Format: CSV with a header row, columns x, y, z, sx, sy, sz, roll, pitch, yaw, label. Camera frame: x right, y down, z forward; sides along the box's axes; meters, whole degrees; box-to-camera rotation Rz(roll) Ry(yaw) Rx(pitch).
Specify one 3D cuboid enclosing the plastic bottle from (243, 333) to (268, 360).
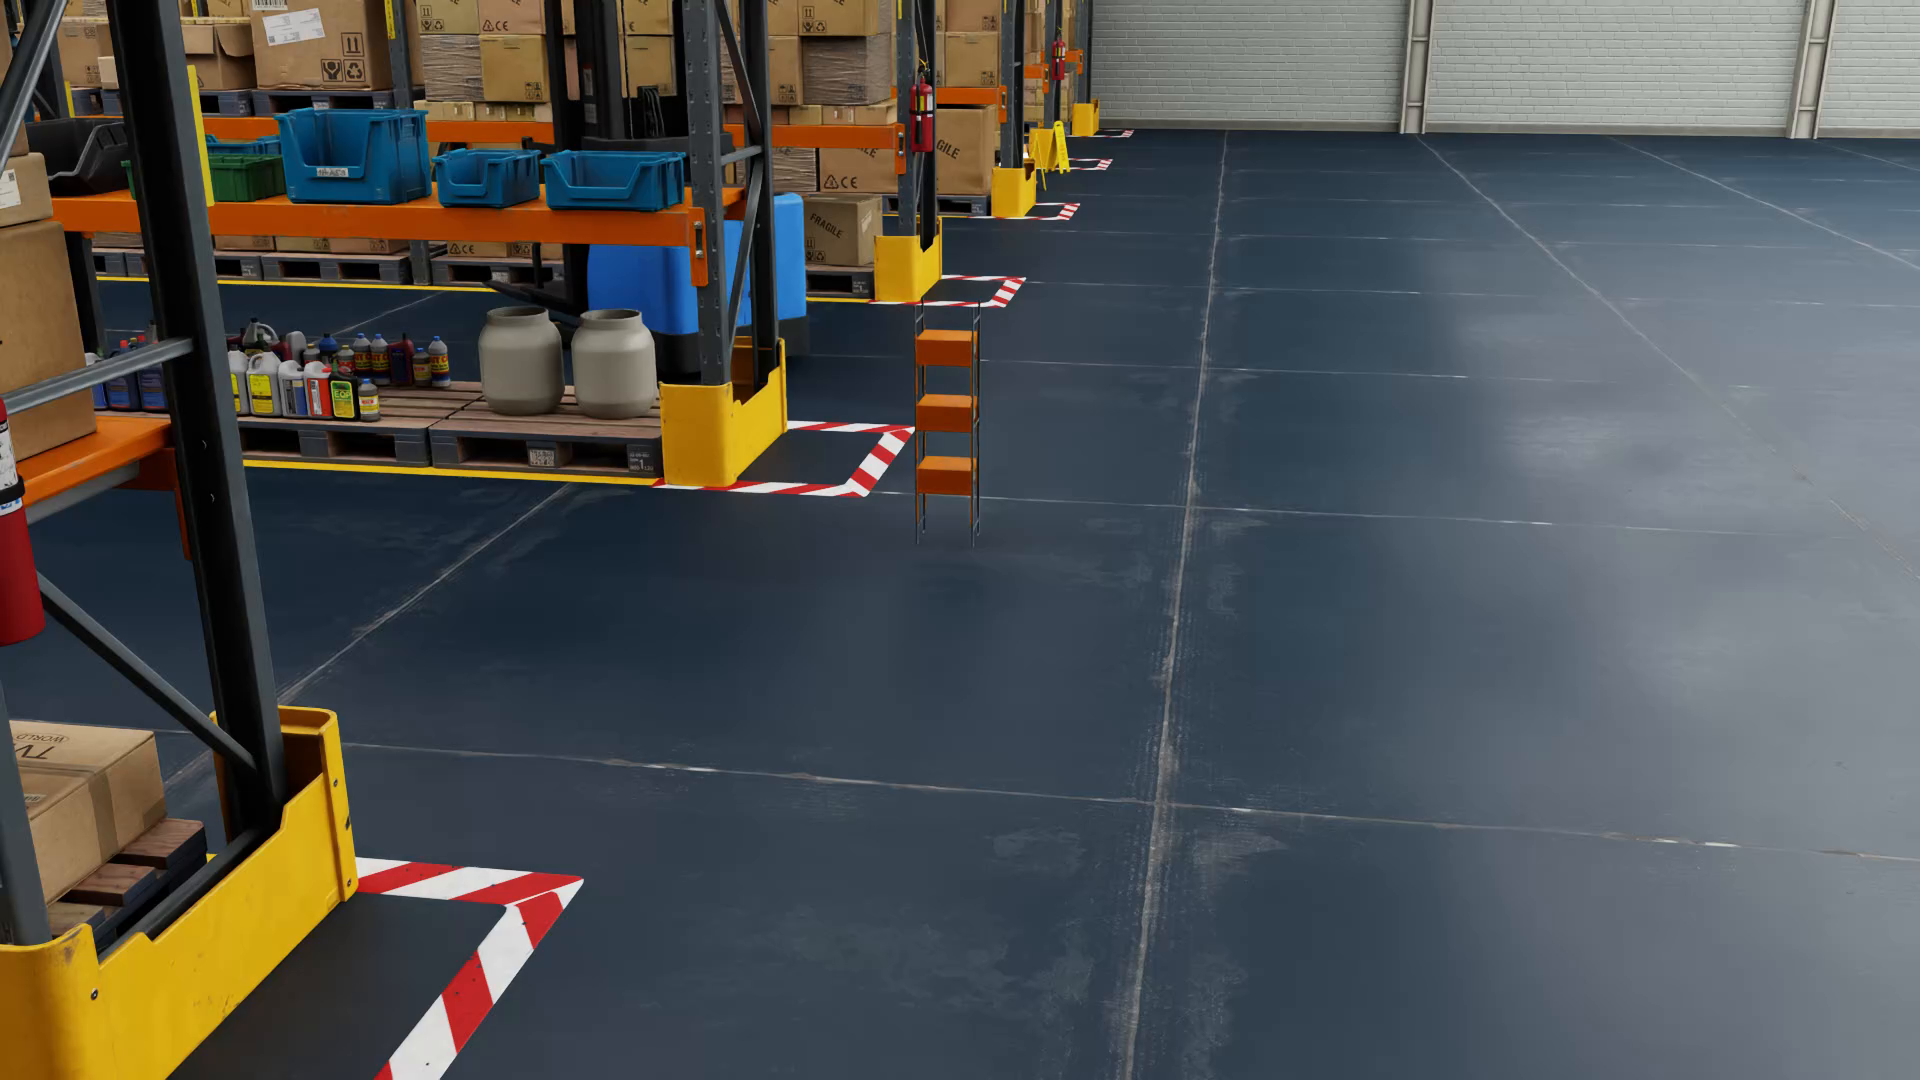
x,y,z,sx,sy,sz,roll,pitch,yaw,label
-3.865,-0.997,9.143,0.133,0.283,0.061,3,19,9,plastic bottle

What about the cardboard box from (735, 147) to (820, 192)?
x,y,z,sx,sy,sz,roll,pitch,yaw,label
-1.891,-4.272,18.031,0.875,0.875,0.875,3,19,9,cardboard box

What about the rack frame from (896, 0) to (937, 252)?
x,y,z,sx,sy,sz,roll,pitch,yaw,label
-0.329,-3.428,12.822,0.127,3.000,1.000,3,19,9,rack frame

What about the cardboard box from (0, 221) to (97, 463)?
x,y,z,sx,sy,sz,roll,pitch,yaw,label
-2.363,-0.400,3.614,0.500,0.500,0.700,3,19,9,cardboard box

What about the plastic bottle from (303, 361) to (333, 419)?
x,y,z,sx,sy,sz,roll,pitch,yaw,label
-3.242,-0.770,8.477,0.135,0.276,0.152,3,19,9,plastic bottle

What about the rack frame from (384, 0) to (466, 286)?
x,y,z,sx,sy,sz,roll,pitch,yaw,label
-4.278,-3.630,13.424,0.127,3.000,1.000,3,19,9,rack frame

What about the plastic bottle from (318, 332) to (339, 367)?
x,y,z,sx,sy,sz,roll,pitch,yaw,label
-3.492,-1.013,9.210,0.097,0.271,0.097,0,18,0,plastic bottle

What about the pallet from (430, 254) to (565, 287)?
x,y,z,sx,sy,sz,roll,pitch,yaw,label
-3.609,-2.285,13.799,1.213,0.211,1.003,3,19,9,pallet

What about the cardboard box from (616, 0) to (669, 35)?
x,y,z,sx,sy,sz,roll,pitch,yaw,label
-2.391,-4.118,12.682,0.500,0.500,0.500,3,19,9,cardboard box

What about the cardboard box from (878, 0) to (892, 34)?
x,y,z,sx,sy,sz,roll,pitch,yaw,label
-0.829,-4.204,12.939,0.500,0.500,0.500,3,19,9,cardboard box

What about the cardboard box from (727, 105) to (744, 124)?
x,y,z,sx,sy,sz,roll,pitch,yaw,label
-1.629,-3.311,12.868,0.250,0.149,0.380,3,19,9,cardboard box

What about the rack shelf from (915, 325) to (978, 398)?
x,y,z,sx,sy,sz,roll,pitch,yaw,label
-0.053,-0.760,7.058,0.240,0.259,0.215,3,19,9,rack shelf

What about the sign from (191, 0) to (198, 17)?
x,y,z,sx,sy,sz,roll,pitch,yaw,label
-10.691,-7.411,23.236,0.005,0.325,0.100,3,19,9,sign

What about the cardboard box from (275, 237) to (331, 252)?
x,y,z,sx,sy,sz,roll,pitch,yaw,label
-5.349,-2.721,13.953,0.500,0.500,0.700,3,19,8,cardboard box

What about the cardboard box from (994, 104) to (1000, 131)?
x,y,z,sx,sy,sz,roll,pitch,yaw,label
0.411,-5.743,22.228,0.500,0.500,0.500,3,19,9,cardboard box

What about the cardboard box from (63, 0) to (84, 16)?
x,y,z,sx,sy,sz,roll,pitch,yaw,label
-12.612,-7.674,23.779,0.500,0.500,0.500,3,19,9,cardboard box

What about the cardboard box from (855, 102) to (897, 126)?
x,y,z,sx,sy,sz,roll,pitch,yaw,label
-0.643,-3.259,12.712,0.250,0.149,0.380,3,19,9,cardboard box

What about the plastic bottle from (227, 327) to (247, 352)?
x,y,z,sx,sy,sz,roll,pitch,yaw,label
-4.025,-1.052,9.306,0.133,0.283,0.061,4,19,12,plastic bottle

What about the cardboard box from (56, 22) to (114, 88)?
x,y,z,sx,sy,sz,roll,pitch,yaw,label
-7.121,-4.066,13.909,0.500,0.500,0.700,6,19,17,cardboard box

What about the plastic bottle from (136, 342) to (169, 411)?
x,y,z,sx,sy,sz,roll,pitch,yaw,label
-4.146,-0.850,8.599,0.185,0.351,0.144,2,19,6,plastic bottle

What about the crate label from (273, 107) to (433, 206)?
x,y,z,sx,sy,sz,roll,pitch,yaw,label
-2.975,-1.901,8.203,0.616,0.435,0.502,3,19,9,crate label

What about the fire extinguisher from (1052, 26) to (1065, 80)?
x,y,z,sx,sy,sz,roll,pitch,yaw,label
1.283,-6.346,21.665,0.183,0.674,0.296,3,19,9,fire extinguisher

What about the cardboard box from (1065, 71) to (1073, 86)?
x,y,z,sx,sy,sz,roll,pitch,yaw,label
1.582,-7.541,27.210,0.500,0.250,0.500,3,19,8,cardboard box

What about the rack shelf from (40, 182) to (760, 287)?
x,y,z,sx,sy,sz,roll,pitch,yaw,label
-3.089,-1.636,8.600,4.000,0.370,1.077,3,19,9,rack shelf

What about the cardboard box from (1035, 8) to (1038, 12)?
x,y,z,sx,sy,sz,roll,pitch,yaw,label
1.136,-8.409,26.527,0.250,0.149,0.380,3,19,10,cardboard box

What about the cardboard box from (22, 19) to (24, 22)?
x,y,z,sx,sy,sz,roll,pitch,yaw,label
-10.199,-5.740,18.528,0.250,0.149,0.380,3,19,8,cardboard box

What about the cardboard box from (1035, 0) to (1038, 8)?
x,y,z,sx,sy,sz,roll,pitch,yaw,label
1.129,-8.544,26.462,0.250,0.149,0.380,3,19,10,cardboard box

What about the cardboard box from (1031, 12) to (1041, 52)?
x,y,z,sx,sy,sz,roll,pitch,yaw,label
0.819,-6.832,22.369,0.500,0.500,0.500,3,19,8,cardboard box

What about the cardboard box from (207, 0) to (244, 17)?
x,y,z,sx,sy,sz,roll,pitch,yaw,label
-10.216,-7.546,23.396,0.500,0.500,0.500,3,19,9,cardboard box

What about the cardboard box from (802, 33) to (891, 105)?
x,y,z,sx,sy,sz,roll,pitch,yaw,label
-0.867,-3.653,12.868,0.500,0.500,0.875,3,19,9,cardboard box

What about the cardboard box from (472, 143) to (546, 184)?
x,y,z,sx,sy,sz,roll,pitch,yaw,label
-4.971,-4.364,18.501,0.750,0.750,1.050,3,19,9,cardboard box

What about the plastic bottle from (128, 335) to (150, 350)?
x,y,z,sx,sy,sz,roll,pitch,yaw,label
-4.310,-0.905,8.762,0.185,0.351,0.144,3,19,9,plastic bottle

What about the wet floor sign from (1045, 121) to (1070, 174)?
x,y,z,sx,sy,sz,roll,pitch,yaw,label
1.261,-5.072,21.444,0.232,0.644,0.267,10,21,27,wet floor sign

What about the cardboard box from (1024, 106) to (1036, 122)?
x,y,z,sx,sy,sz,roll,pitch,yaw,label
1.023,-6.936,26.978,0.500,0.250,0.500,3,19,9,cardboard box

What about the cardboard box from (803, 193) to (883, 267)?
x,y,z,sx,sy,sz,roll,pitch,yaw,label
-0.943,-2.479,13.262,0.500,0.500,0.500,7,20,19,cardboard box

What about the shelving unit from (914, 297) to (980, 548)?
x,y,z,sx,sy,sz,roll,pitch,yaw,label
-0.053,-0.501,7.145,0.252,1.050,0.215,3,19,9,shelving unit

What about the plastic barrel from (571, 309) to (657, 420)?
x,y,z,sx,sy,sz,roll,pitch,yaw,label
-1.776,-0.905,8.540,0.421,0.512,0.421,0,18,0,plastic barrel

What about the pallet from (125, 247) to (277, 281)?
x,y,z,sx,sy,sz,roll,pitch,yaw,label
-6.255,-2.407,14.164,1.213,0.211,1.003,3,19,9,pallet

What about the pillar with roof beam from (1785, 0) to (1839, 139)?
x,y,z,sx,sy,sz,roll,pitch,yaw,label
12.647,-9.298,20.910,0.400,9.000,9.100,3,19,9,pillar with roof beam

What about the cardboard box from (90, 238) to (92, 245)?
x,y,z,sx,sy,sz,roll,pitch,yaw,label
-7.563,-2.827,14.270,0.500,0.500,0.700,2,19,6,cardboard box

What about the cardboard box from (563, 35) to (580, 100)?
x,y,z,sx,sy,sz,roll,pitch,yaw,label
-2.846,-3.746,13.146,0.500,0.500,0.875,3,19,9,cardboard box

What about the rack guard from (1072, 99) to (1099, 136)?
x,y,z,sx,sy,sz,roll,pitch,yaw,label
2.050,-6.902,27.142,0.348,0.500,1.175,3,19,9,rack guard

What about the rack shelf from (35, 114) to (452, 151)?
x,y,z,sx,sy,sz,roll,pitch,yaw,label
-6.253,-3.389,13.839,4.000,0.370,1.077,3,19,9,rack shelf

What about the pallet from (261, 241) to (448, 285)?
x,y,z,sx,sy,sz,roll,pitch,yaw,label
-5.047,-2.346,13.982,1.213,0.211,1.003,3,19,9,pallet

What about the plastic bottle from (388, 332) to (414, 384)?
x,y,z,sx,sy,sz,roll,pitch,yaw,label
-3.076,-1.003,9.162,0.133,0.283,0.061,3,19,10,plastic bottle

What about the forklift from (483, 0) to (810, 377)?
x,y,z,sx,sy,sz,roll,pitch,yaw,label
-2.300,-2.789,11.019,1.130,2.935,3.031,-15,24,-38,forklift

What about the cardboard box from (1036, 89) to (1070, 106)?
x,y,z,sx,sy,sz,roll,pitch,yaw,label
1.497,-7.147,26.820,0.500,0.250,0.500,3,19,8,cardboard box

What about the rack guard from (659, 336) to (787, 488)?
x,y,z,sx,sy,sz,roll,pitch,yaw,label
-1.197,-0.680,8.549,0.348,0.500,1.175,3,19,9,rack guard

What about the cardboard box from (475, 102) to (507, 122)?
x,y,z,sx,sy,sz,roll,pitch,yaw,label
-3.618,-3.385,13.088,0.250,0.149,0.380,3,19,9,cardboard box
